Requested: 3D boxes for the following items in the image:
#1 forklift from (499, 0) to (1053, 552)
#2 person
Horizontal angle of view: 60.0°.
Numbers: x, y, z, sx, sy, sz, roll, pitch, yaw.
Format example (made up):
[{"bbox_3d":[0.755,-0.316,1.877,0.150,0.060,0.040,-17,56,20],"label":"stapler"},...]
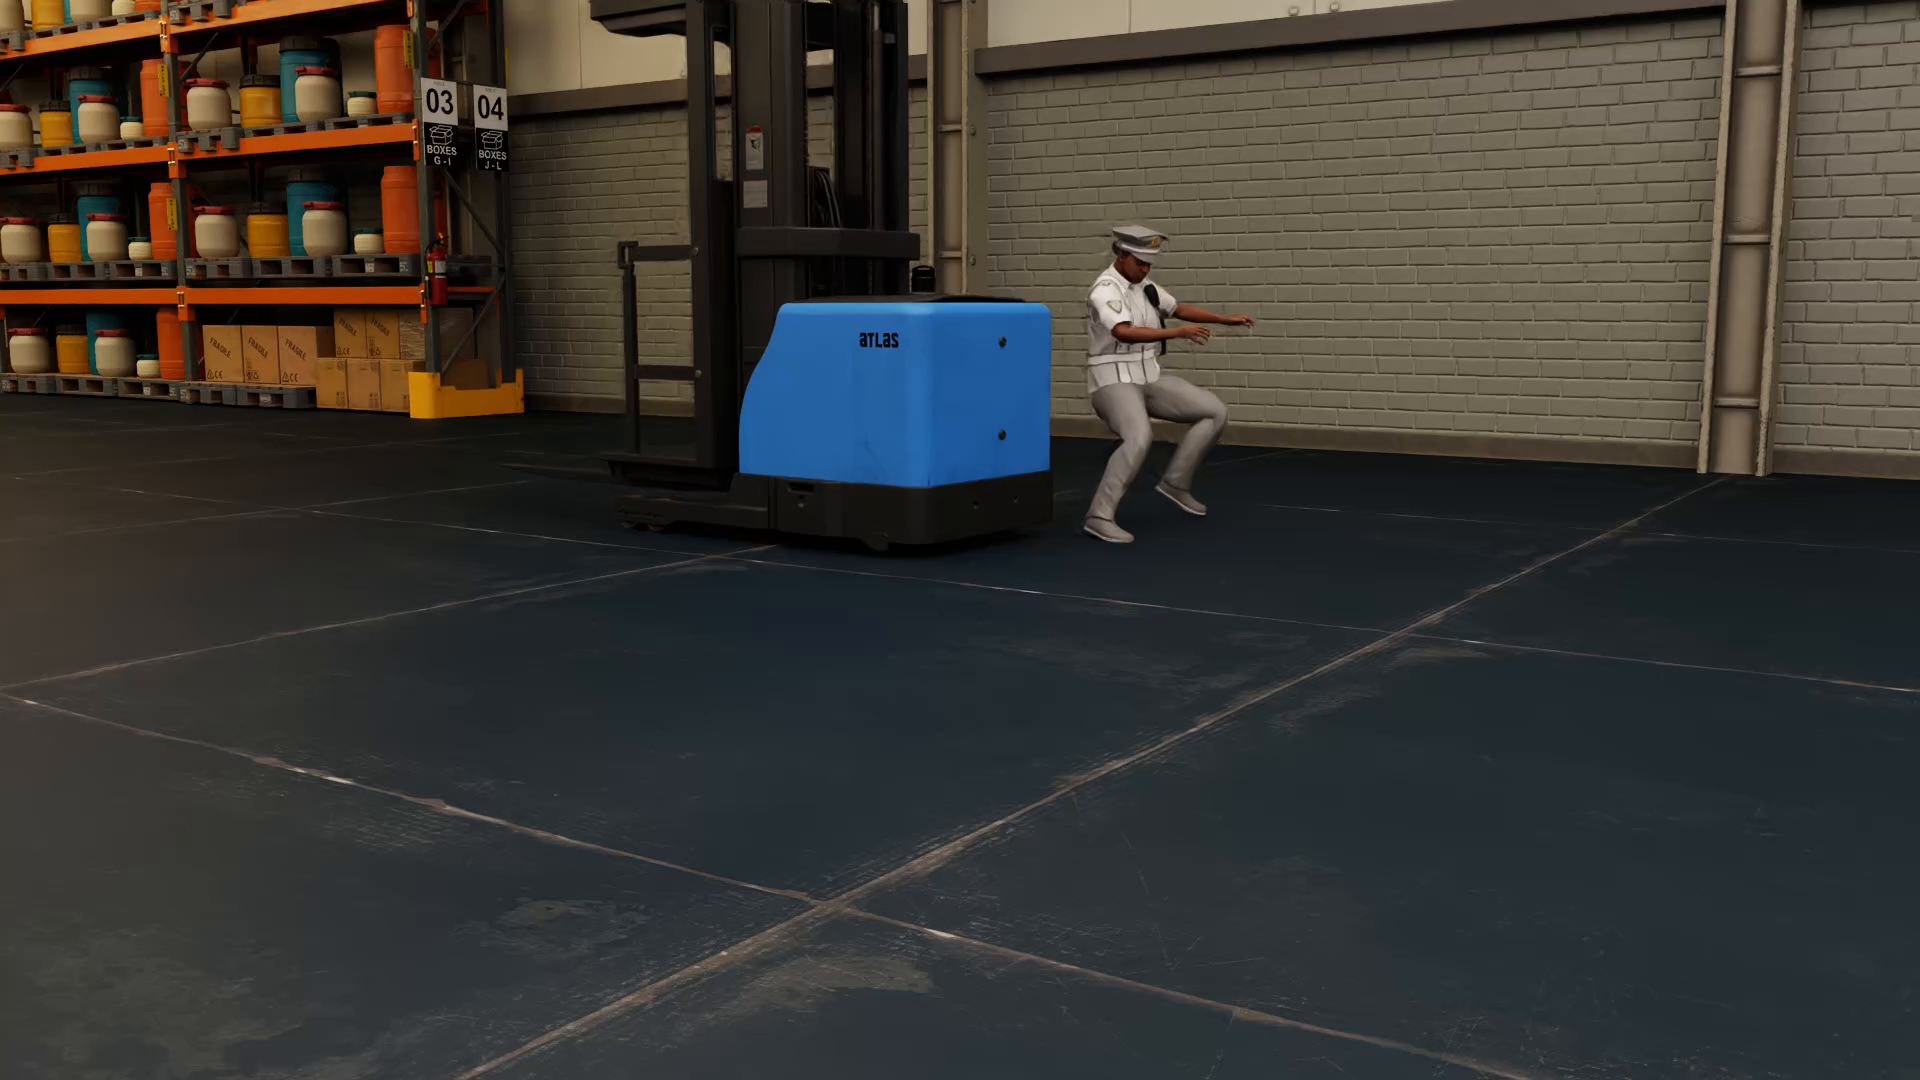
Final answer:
[{"bbox_3d":[-1.050,-1.542,8.034,3.031,2.935,1.130,6,10,37],"label":"forklift"},{"bbox_3d":[0.932,-0.752,7.864,0.734,1.448,0.947,7,11,42],"label":"person"}]
